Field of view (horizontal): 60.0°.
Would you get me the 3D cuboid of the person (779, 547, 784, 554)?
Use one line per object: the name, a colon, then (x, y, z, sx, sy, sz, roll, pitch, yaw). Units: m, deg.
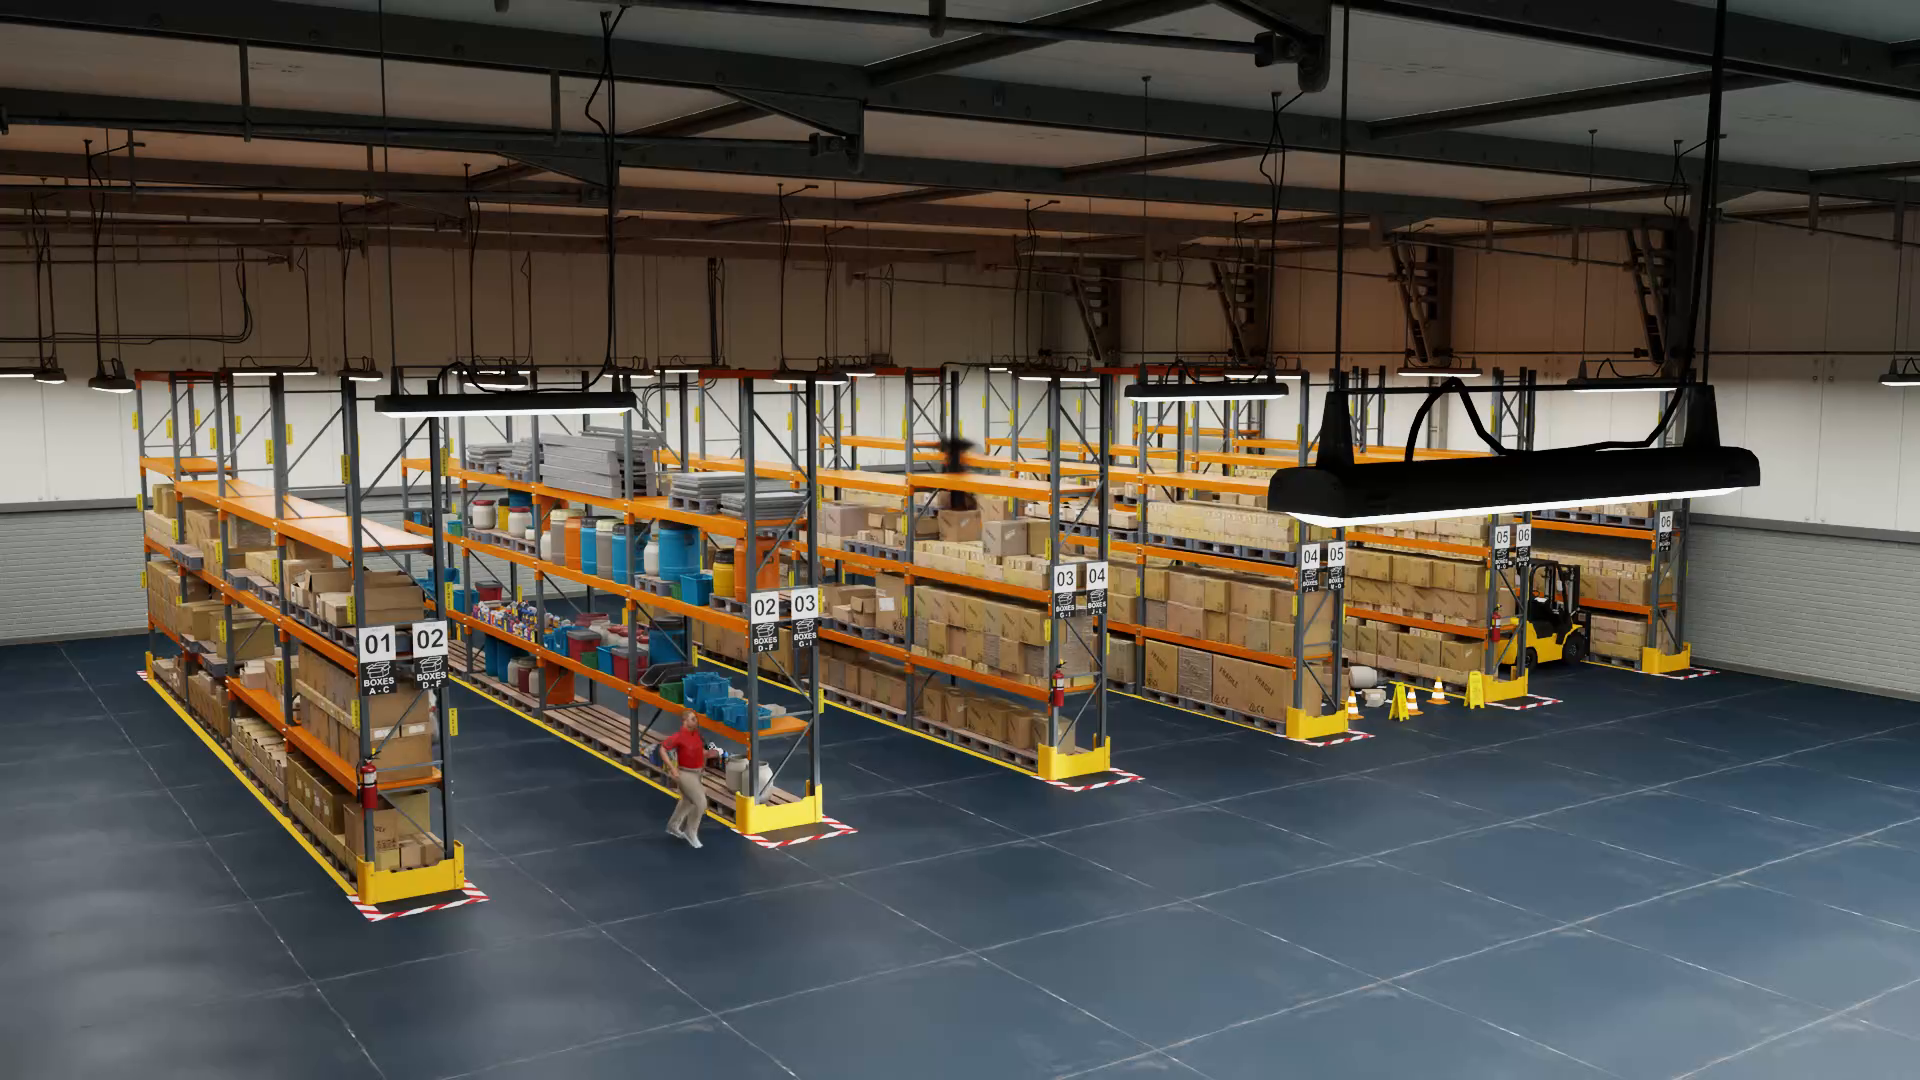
person: (-4.478, 0.942, 40.158, 0.807, 1.720, 0.827, -2, 7, -15)

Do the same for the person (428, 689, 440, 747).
person: (-8.196, 2.702, 25.406, 0.773, 1.557, 0.607, 4, 8, 33)

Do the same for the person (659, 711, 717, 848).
person: (-3.483, 3.083, 21.411, 0.767, 1.784, 0.650, 2, 7, 16)

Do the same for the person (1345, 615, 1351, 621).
person: (8.342, 1.469, 35.578, 0.696, 1.720, 0.833, -6, 9, -45)
